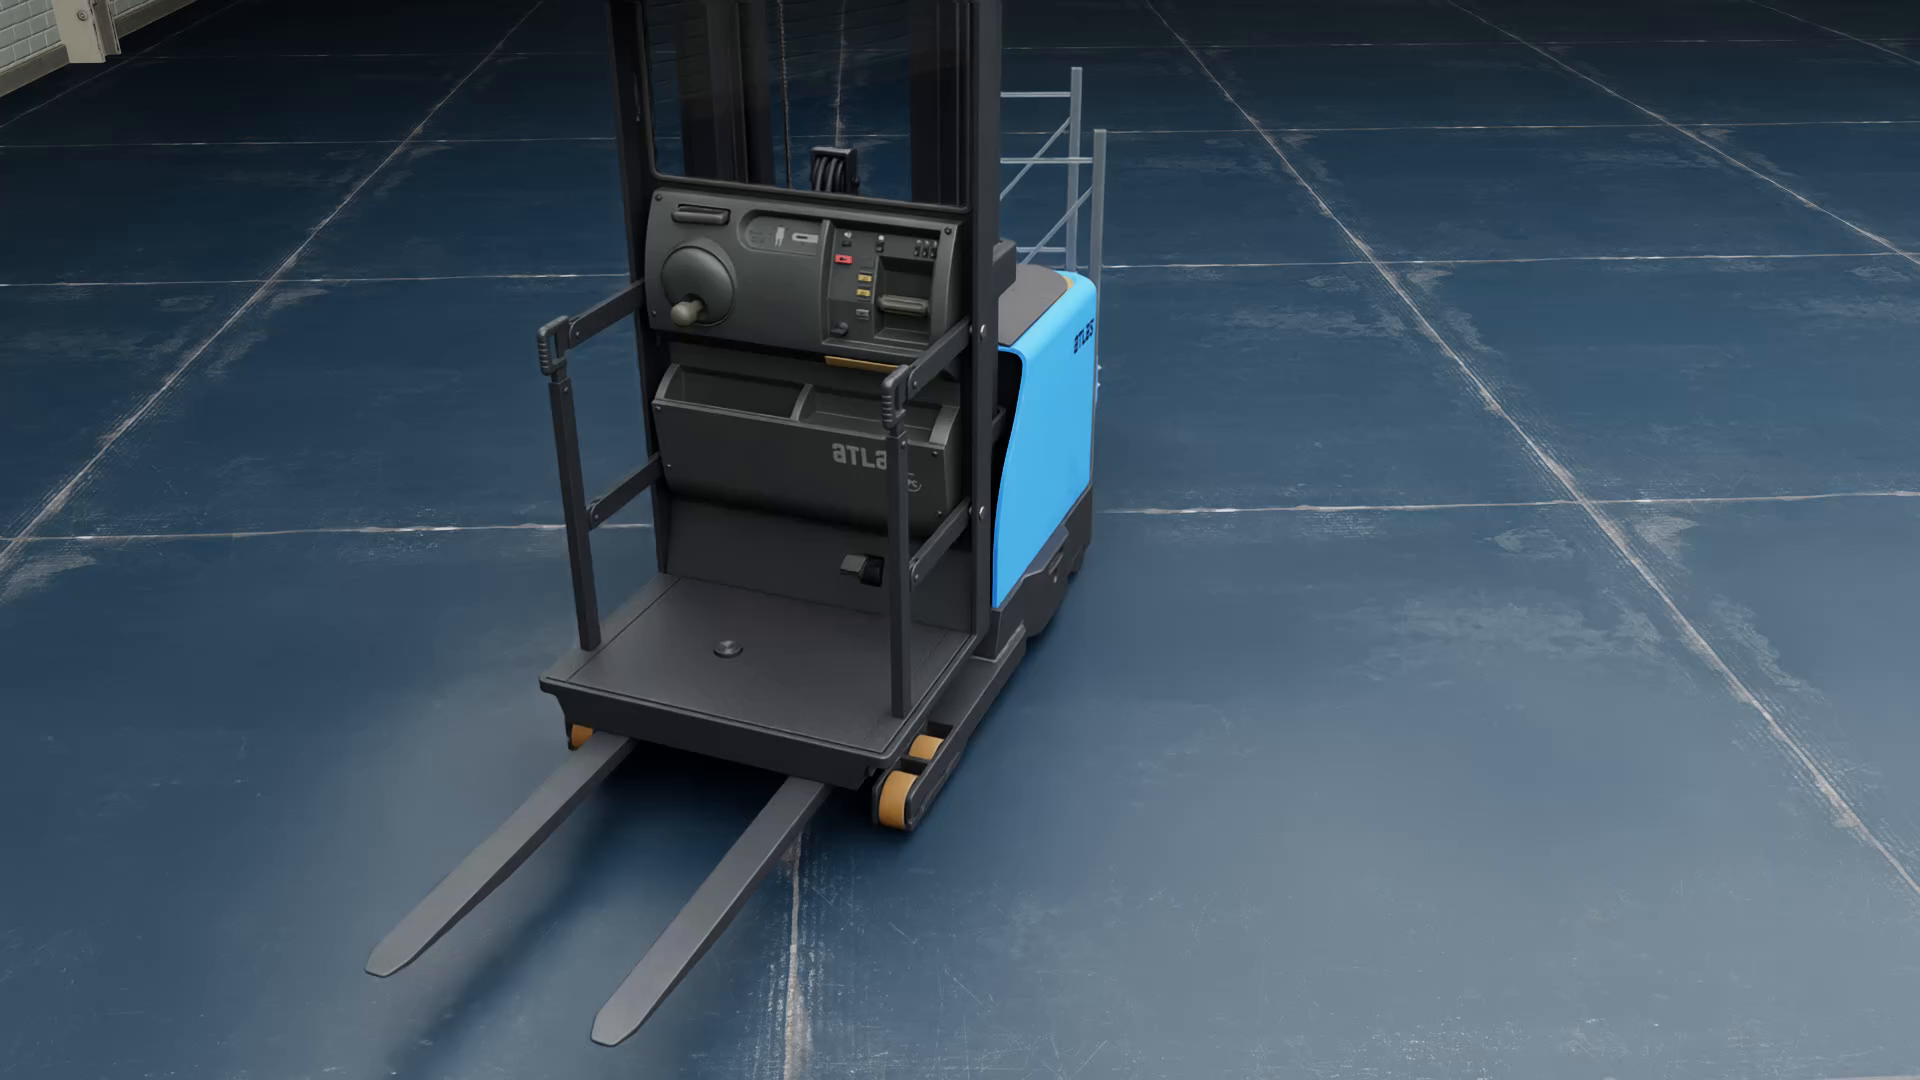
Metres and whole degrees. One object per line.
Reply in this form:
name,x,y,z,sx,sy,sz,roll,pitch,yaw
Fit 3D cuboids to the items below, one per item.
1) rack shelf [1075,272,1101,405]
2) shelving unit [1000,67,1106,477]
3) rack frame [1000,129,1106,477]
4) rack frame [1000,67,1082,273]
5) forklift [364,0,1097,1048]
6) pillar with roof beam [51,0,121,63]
rack shelf,0.242,-0.813,6.575,0.538,0.185,1.000,0,28,-1
shelving unit,0.242,-0.972,6.492,0.538,1.500,1.048,0,28,-1
rack frame,0.250,-0.737,6.041,0.500,1.500,0.032,0,28,-1
rack frame,0.234,-1.207,6.943,0.500,1.500,0.032,0,28,-1
forklift,-0.526,-0.701,4.424,1.130,2.935,3.031,10,29,19
pillar with roof beam,-3.030,-8.174,12.190,9.100,9.000,0.400,-1,28,-3
